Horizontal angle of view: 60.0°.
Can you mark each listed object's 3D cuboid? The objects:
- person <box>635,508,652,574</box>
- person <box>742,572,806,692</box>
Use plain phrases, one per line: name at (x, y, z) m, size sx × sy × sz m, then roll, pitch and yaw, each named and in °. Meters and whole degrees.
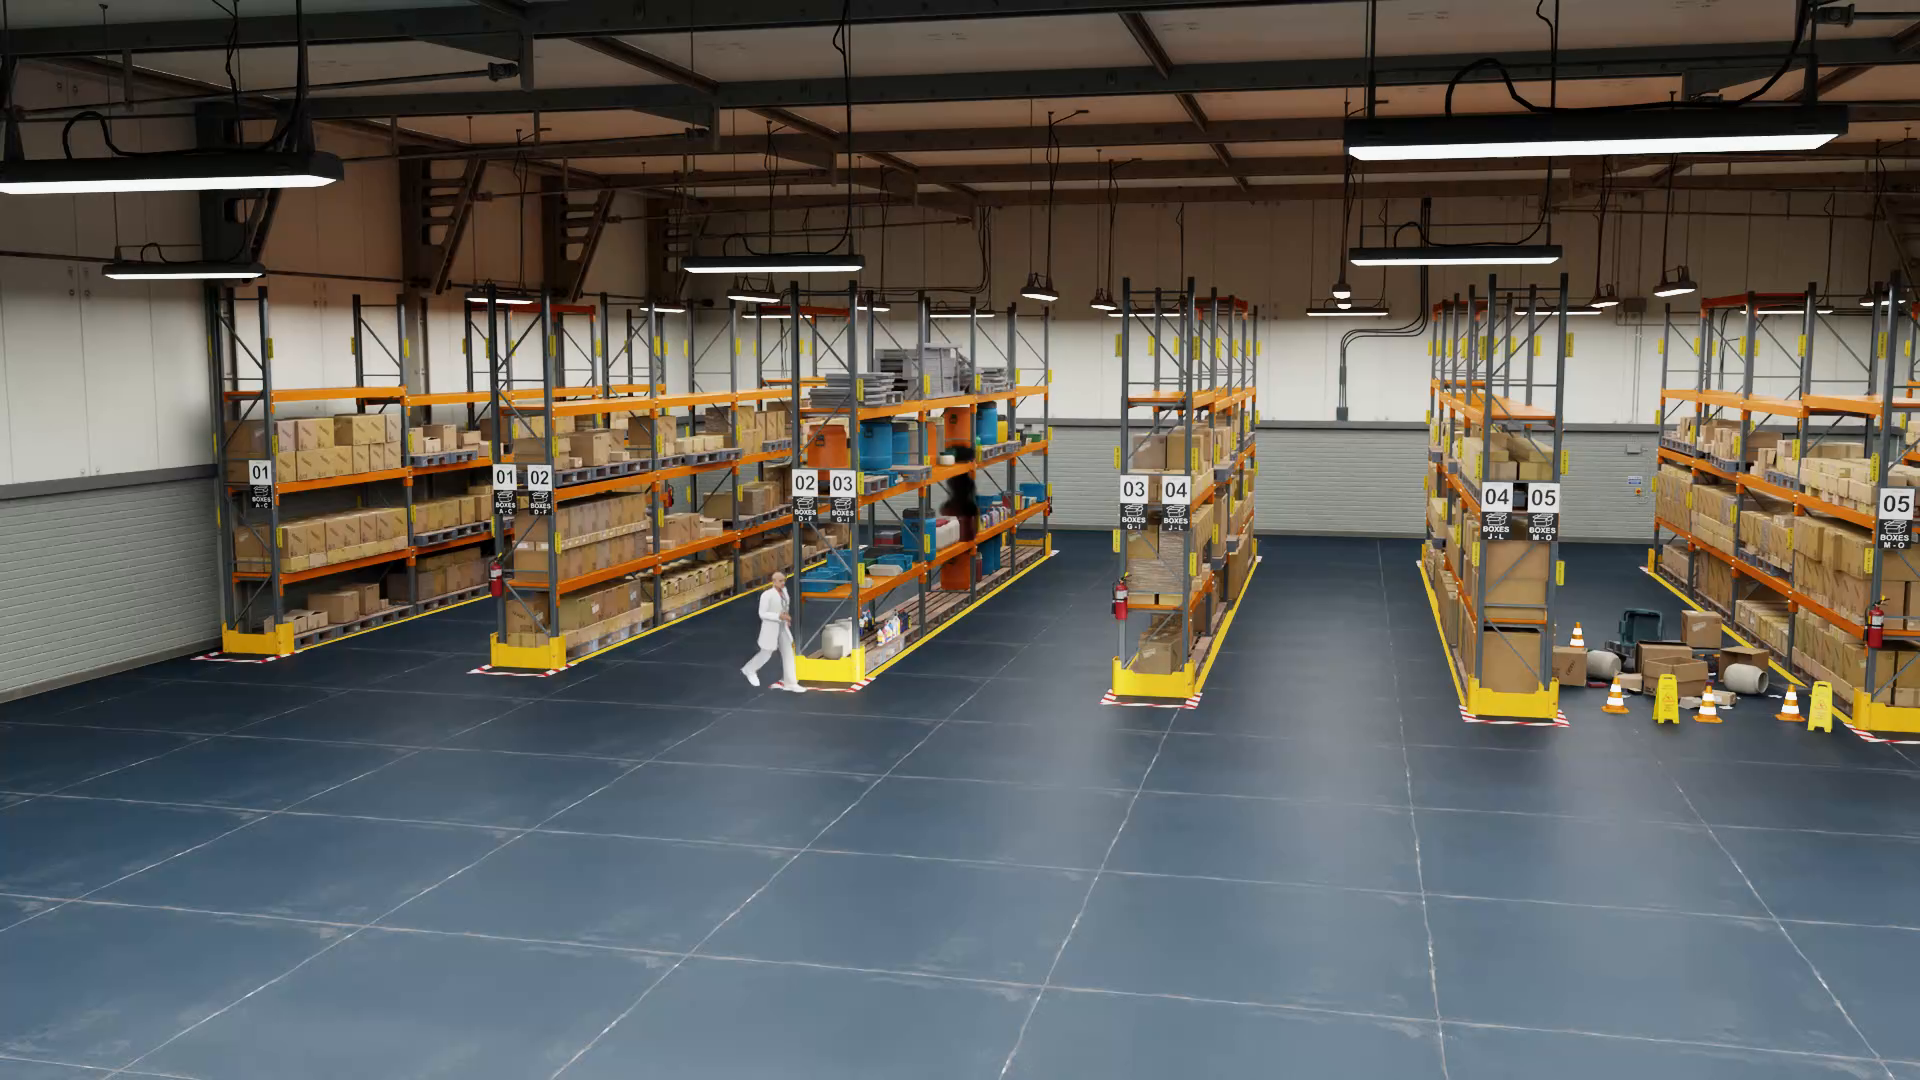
person at (-7.236, -0.129, 37.514) m, size 0.563 × 1.695 × 0.855 m, roll 1°, pitch 7°, yaw 11°
person at (-2.743, 1.322, 24.221) m, size 1.132 × 1.741 × 0.680 m, roll 5°, pitch 9°, yaw 40°
